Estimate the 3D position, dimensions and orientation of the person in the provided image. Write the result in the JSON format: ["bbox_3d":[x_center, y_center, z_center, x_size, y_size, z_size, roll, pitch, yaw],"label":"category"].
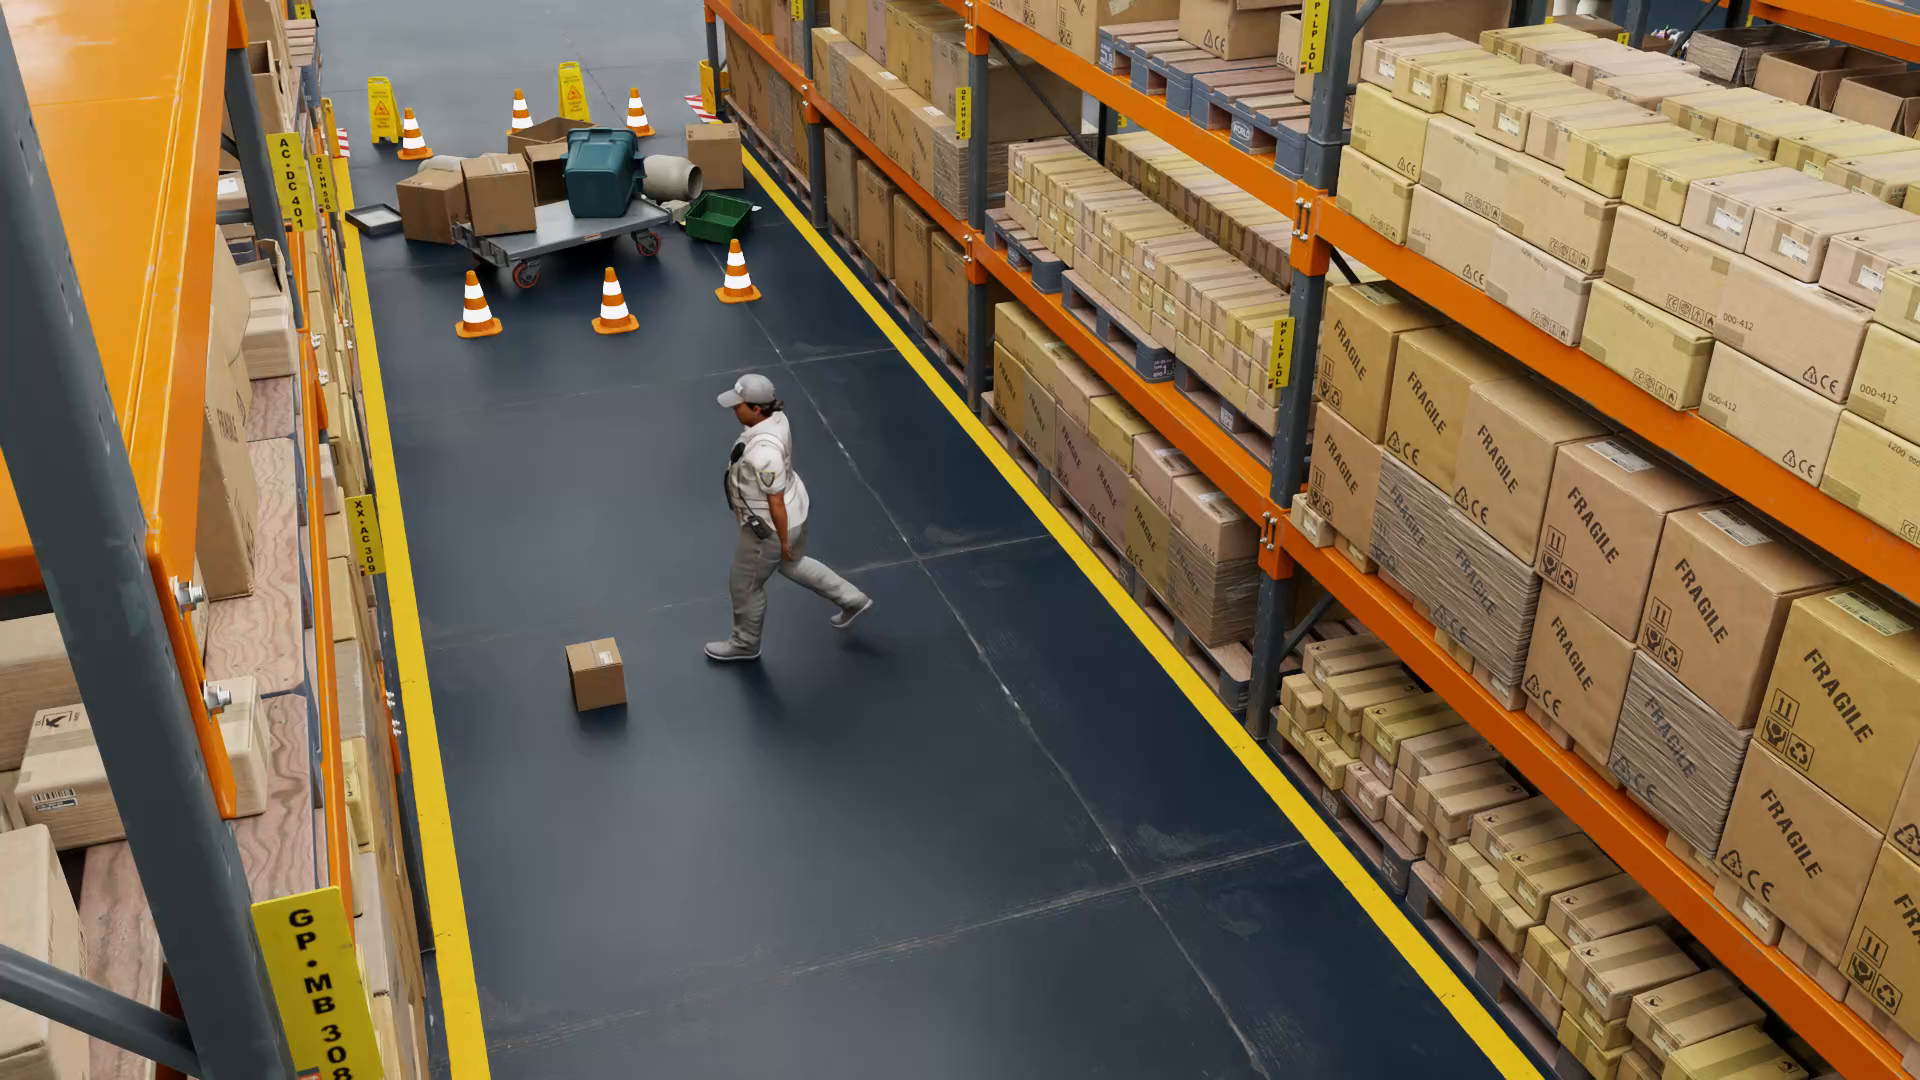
[{"bbox_3d":[-0.918,-0.110,8.525,0.900,1.636,0.490,1,30,1],"label":"person"}]
